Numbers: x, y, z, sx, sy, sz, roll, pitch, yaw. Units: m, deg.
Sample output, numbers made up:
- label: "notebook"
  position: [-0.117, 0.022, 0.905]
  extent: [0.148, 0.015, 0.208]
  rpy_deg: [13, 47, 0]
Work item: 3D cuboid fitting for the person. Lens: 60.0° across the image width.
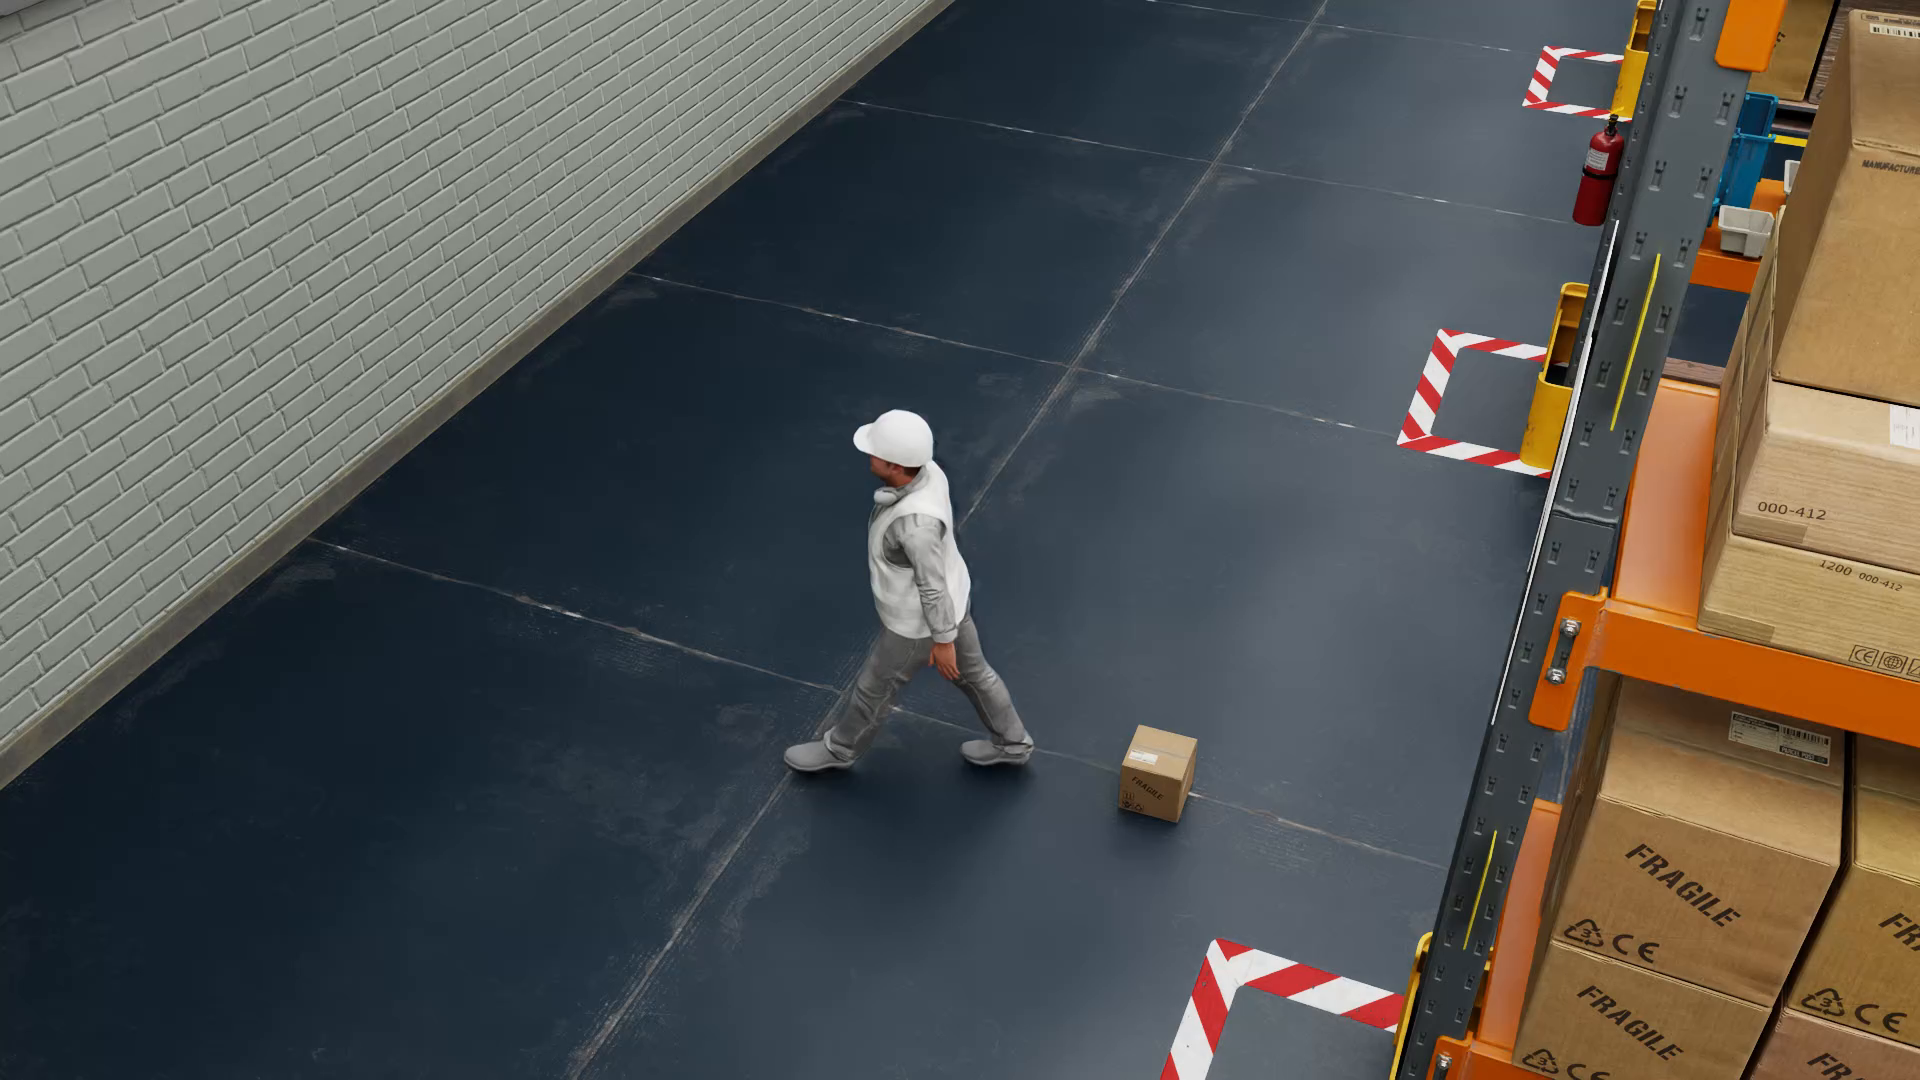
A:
- label: "person"
  position: [-0.203, 0.218, 6.505]
  extent: [1.029, 1.706, 0.564]
  rpy_deg: [6, 38, 7]
